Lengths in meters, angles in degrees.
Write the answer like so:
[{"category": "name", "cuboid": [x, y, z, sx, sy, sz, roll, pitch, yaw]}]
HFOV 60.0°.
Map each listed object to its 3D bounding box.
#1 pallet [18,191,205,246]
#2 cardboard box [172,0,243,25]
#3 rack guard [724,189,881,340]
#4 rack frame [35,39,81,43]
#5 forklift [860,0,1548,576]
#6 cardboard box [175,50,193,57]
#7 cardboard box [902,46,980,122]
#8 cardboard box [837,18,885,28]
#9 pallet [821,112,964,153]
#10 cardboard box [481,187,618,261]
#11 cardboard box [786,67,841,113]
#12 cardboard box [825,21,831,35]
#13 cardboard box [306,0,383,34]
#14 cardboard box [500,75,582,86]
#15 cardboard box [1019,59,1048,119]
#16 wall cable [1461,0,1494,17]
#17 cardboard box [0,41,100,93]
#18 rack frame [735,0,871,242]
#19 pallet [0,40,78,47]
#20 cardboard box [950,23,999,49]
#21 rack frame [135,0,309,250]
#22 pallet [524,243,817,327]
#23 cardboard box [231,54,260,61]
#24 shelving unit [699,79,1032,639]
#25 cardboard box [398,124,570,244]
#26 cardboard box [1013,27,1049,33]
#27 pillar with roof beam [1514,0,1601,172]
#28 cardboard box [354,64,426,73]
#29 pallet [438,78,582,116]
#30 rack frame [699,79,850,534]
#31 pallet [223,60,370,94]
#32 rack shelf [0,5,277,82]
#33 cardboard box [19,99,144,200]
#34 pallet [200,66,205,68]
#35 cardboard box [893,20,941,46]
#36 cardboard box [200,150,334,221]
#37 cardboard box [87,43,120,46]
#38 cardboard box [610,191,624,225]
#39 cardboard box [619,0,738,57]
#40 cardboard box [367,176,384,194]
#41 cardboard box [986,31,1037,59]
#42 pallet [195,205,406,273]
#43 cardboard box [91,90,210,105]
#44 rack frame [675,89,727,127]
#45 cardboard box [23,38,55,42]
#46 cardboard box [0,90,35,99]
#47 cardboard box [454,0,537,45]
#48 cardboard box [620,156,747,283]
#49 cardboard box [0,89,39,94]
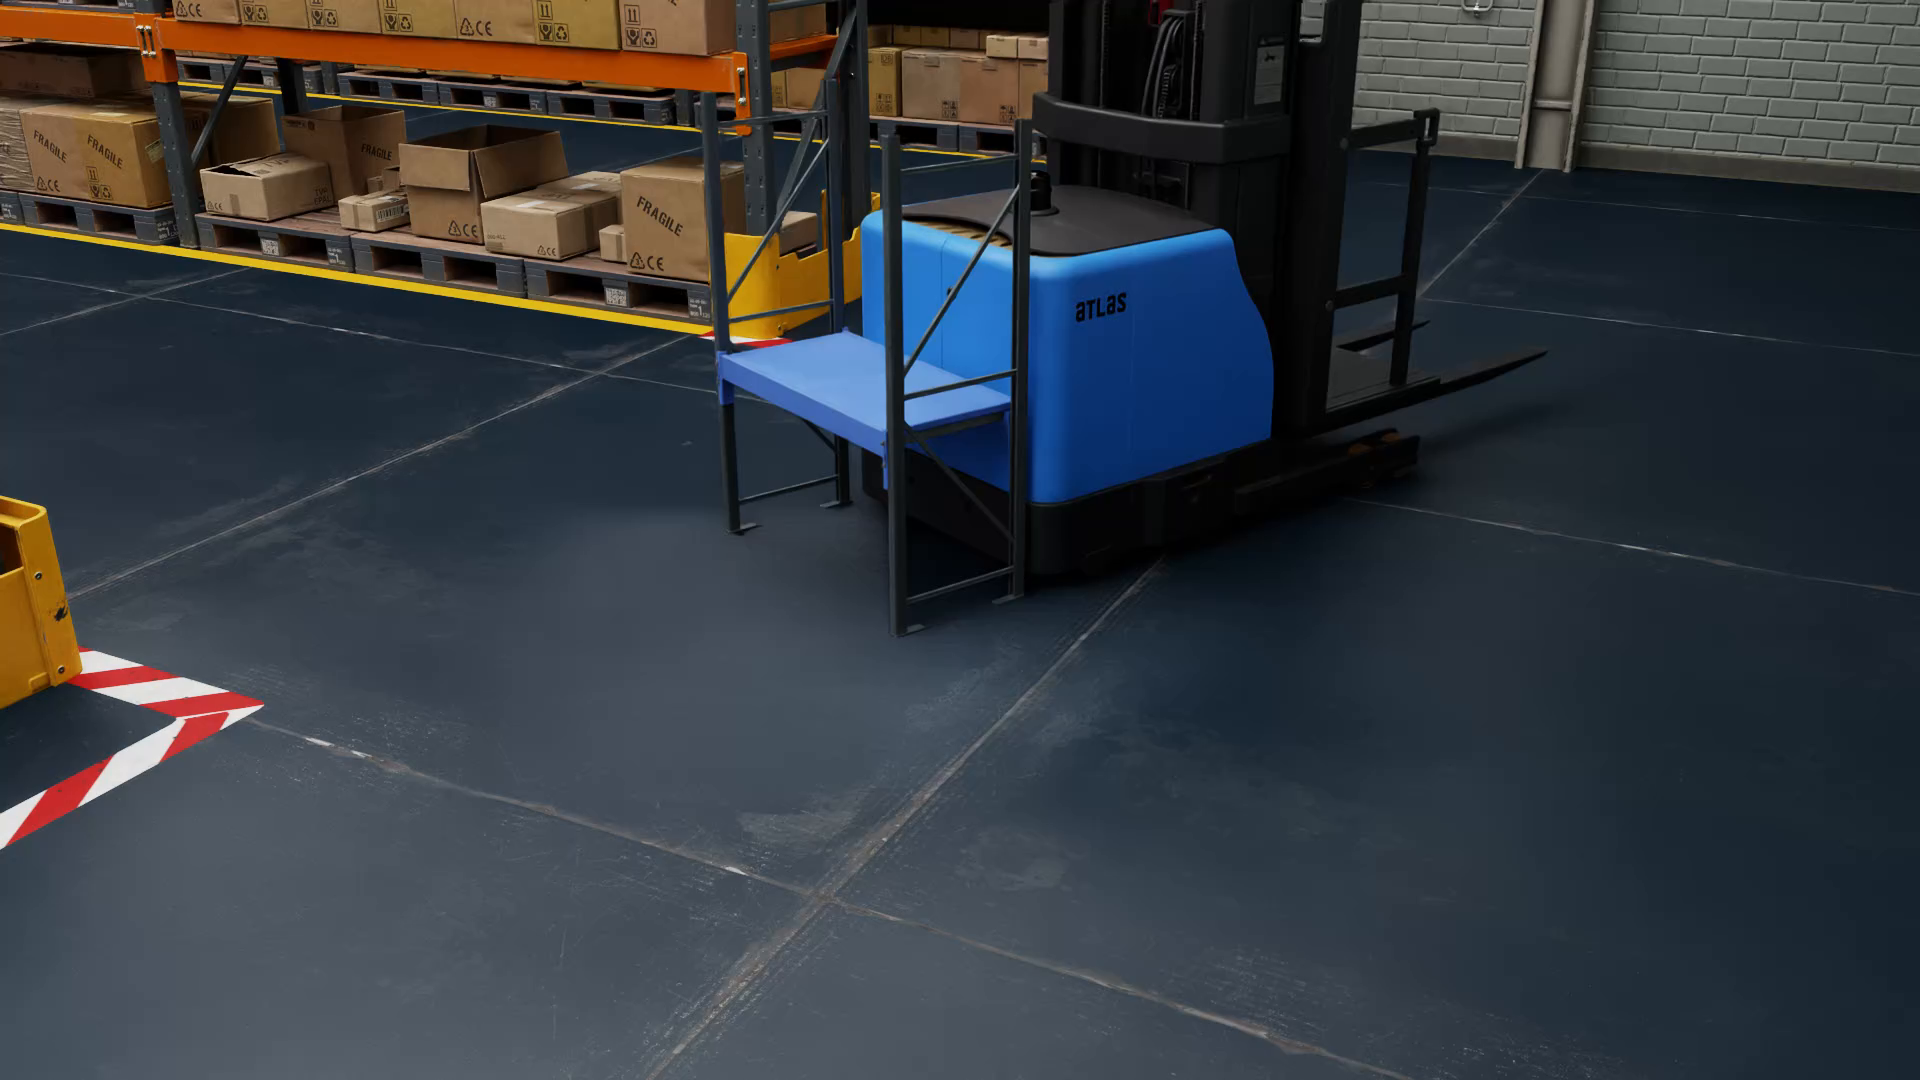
[{"category": "pallet", "cuboid": [-5.055, -2.112, 10.447, 1.213, 0.211, 1.003, 11, 25, 25]}, {"category": "cardboard box", "cuboid": [-3.980, -3.126, 9.139, 0.500, 0.500, 0.500, 12, 26, 26]}, {"category": "rack guard", "cuboid": [-0.810, -1.422, 8.454, 0.348, 0.500, 1.175, 11, 25, 25]}, {"category": "rack frame", "cuboid": [-9.219, -6.408, 16.986, 0.127, 3.000, 1.000, 11, 25, 25]}, {"category": "forklift", "cuboid": [1.115, -1.684, 5.964, 3.031, 2.935, 1.130, -17, 29, -35]}, {"category": "cardboard box", "cuboid": [-7.634, -5.158, 16.678, 0.500, 0.500, 0.700, 12, 26, 25]}, {"category": "cardboard box", "cuboid": [-0.076, -3.598, 13.035, 0.500, 0.500, 0.700, 10, 25, 23]}, {"category": "cardboard box", "cuboid": [-0.792, -4.126, 13.447, 0.250, 0.149, 0.380, 10, 25, 23]}, {"category": "pallet", "cuboid": [-0.344, -3.336, 13.324, 1.213, 0.211, 1.003, 11, 25, 25]}, {"category": "cardboard box", "cuboid": [-2.173, -1.684, 8.828, 0.500, 0.250, 0.500, 11, 25, 25]}, {"category": "cardboard box", "cuboid": [-1.012, -3.781, 13.465, 0.500, 0.500, 0.700, 11, 25, 24]}, {"category": "cardboard box", "cuboid": [-1.235, -4.045, 13.257, 0.250, 0.149, 0.380, 12, 26, 26]}, {"category": "cardboard box", "cuboid": [-3.076, -2.947, 8.720, 0.500, 0.500, 0.500, 11, 25, 24]}, {"category": "cardboard box", "cuboid": [-3.513, -4.425, 14.532, 0.750, 0.750, 0.750, 12, 26, 26]}, {"category": "cardboard box", "cuboid": [0.820, -3.421, 12.619, 0.500, 0.500, 0.700, 11, 25, 25]}, {"category": "wall cable", "cuboid": [3.059, -4.861, 12.050, 1.851, 1.984, 0.084, 11, 25, 25]}, {"category": "cardboard box", "cuboid": [-5.974, -3.098, 10.875, 0.500, 0.250, 0.500, 11, 25, 24]}, {"category": "rack frame", "cuboid": [-0.742, -2.559, 7.933, 0.127, 3.000, 1.000, 11, 25, 25]}, {"category": "pallet", "cuboid": [-9.835, -5.231, 17.781, 1.213, 0.211, 1.003, 11, 25, 25]}, {"category": "cardboard box", "cuboid": [0.119, -3.945, 13.023, 0.250, 0.149, 0.380, 12, 26, 25]}, {"category": "rack frame", "cuboid": [-4.312, -3.265, 9.594, 0.127, 3.000, 1.000, 11, 25, 25]}, {"category": "pallet", "cuboid": [-1.522, -1.429, 8.841, 1.213, 0.211, 1.003, 11, 25, 25]}, {"category": "cardboard box", "cuboid": [-6.723, -4.995, 16.293, 0.500, 0.500, 0.700, 11, 25, 24]}, {"category": "shelving unit", "cuboid": [-0.307, -0.613, 5.275, 0.538, 1.500, 1.048, -16, 28, -33]}, {"category": "cardboard box", "cuboid": [-2.633, -1.989, 9.221, 0.637, 0.503, 0.797, 11, 25, 25]}, {"category": "cardboard box", "cuboid": [0.569, -3.856, 12.814, 0.250, 0.149, 0.380, 11, 26, 25]}, {"category": "pillar with roof beam", "cuboid": [2.347, -5.372, 6.883, 0.400, 9.000, 9.100, 11, 25, 25]}, {"category": "cardboard box", "cuboid": [-5.052, -4.730, 15.250, 0.750, 0.750, 0.750, 11, 25, 24]}, {"category": "pallet", "cuboid": [-3.895, -4.037, 14.974, 1.213, 0.211, 1.003, 11, 25, 25]}, {"category": "rack frame", "cuboid": [-0.611, -0.772, 5.650, 0.500, 1.500, 0.032, -16, 28, -33]}, {"category": "pallet", "cuboid": [-6.346, -4.557, 16.196, 1.213, 0.211, 1.003, 11, 25, 25]}, {"category": "rack shelf", "cuboid": [-6.096, -3.287, 10.565, 4.000, 0.370, 1.077, 11, 25, 25]}, {"category": "cardboard box", "cuboid": [-5.319, -2.394, 10.179, 0.500, 0.500, 0.500, 11, 26, 25]}, {"category": "pallet", "cuboid": [-8.524, -4.988, 17.209, 1.213, 0.211, 1.003, 11, 25, 25]}, {"category": "cardboard box", "cuboid": [-0.336, -4.035, 13.235, 0.250, 0.149, 0.380, 11, 25, 24]}, {"category": "cardboard box", "cuboid": [-4.035, -2.080, 9.682, 0.500, 0.311, 0.500, 11, 25, 25]}, {"category": "cardboard box", "cuboid": [-8.555, -5.336, 17.097, 0.500, 0.500, 0.700, 12, 26, 26]}, {"category": "cardboard box", "cuboid": [-1.545, -1.779, 9.052, 0.500, 0.250, 0.500, 11, 25, 25]}, {"category": "cardboard box", "cuboid": [-1.264, -2.589, 7.876, 0.500, 0.500, 0.500, 12, 26, 26]}, {"category": "cardboard box", "cuboid": [-3.313, -2.109, 9.956, 0.250, 0.149, 0.380, 11, 25, 25]}, {"category": "cardboard box", "cuboid": [0.395, -3.723, 12.501, 0.250, 0.149, 0.380, 12, 26, 26]}, {"category": "pallet", "cuboid": [-3.699, -1.860, 9.854, 1.213, 0.211, 1.003, 11, 25, 25]}, {"category": "cardboard box", "cuboid": [-5.114, -2.578, 10.611, 0.500, 0.500, 0.500, 12, 26, 25]}, {"category": "rack frame", "cuboid": [-2.080, -4.996, 13.664, 0.127, 3.000, 1.000, 11, 25, 25]}, {"category": "cardboard box", "cuboid": [-9.710, -5.391, 17.652, 0.250, 0.166, 0.380, 8, 24, 18]}, {"category": "cardboard box", "cuboid": [-6.221, -2.572, 10.597, 0.500, 0.500, 0.500, 10, 25, 23]}, {"category": "cardboard box", "cuboid": [-2.172, -2.769, 8.300, 0.500, 0.500, 0.500, 11, 26, 25]}, {"category": "cardboard box", "cuboid": [-1.338, -1.621, 8.360, 0.500, 0.500, 0.500, 11, 25, 25]}, {"category": "cardboard box", "cuboid": [-6.008, -2.758, 11.035, 0.500, 0.500, 0.500, 10, 25, 23]}]
